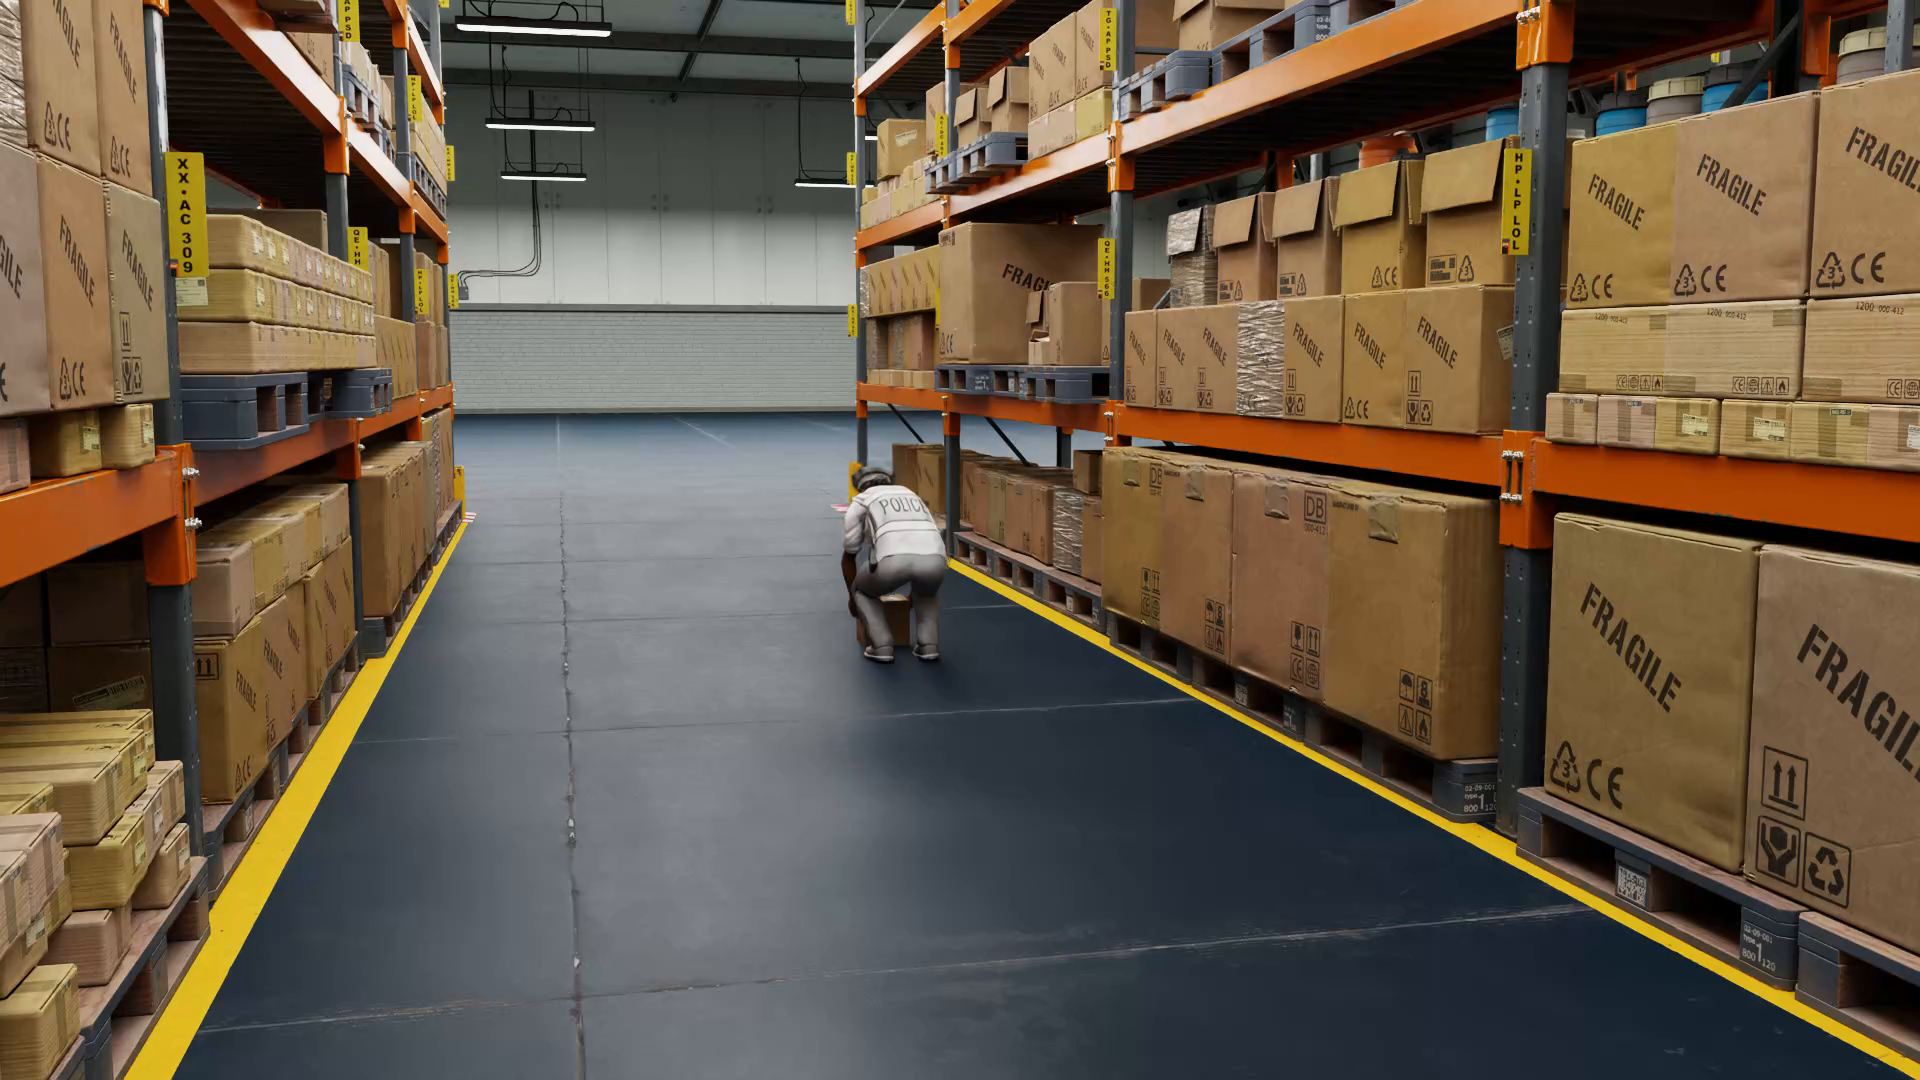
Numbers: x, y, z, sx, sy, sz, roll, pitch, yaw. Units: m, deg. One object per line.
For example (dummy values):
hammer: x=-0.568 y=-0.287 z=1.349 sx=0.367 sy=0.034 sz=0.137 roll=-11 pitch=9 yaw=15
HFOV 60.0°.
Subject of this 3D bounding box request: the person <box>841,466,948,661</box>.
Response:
person: x=-0.353 y=0.119 z=8.736 sx=0.487 sy=0.988 sz=0.855 roll=-2 pitch=6 yaw=-14
